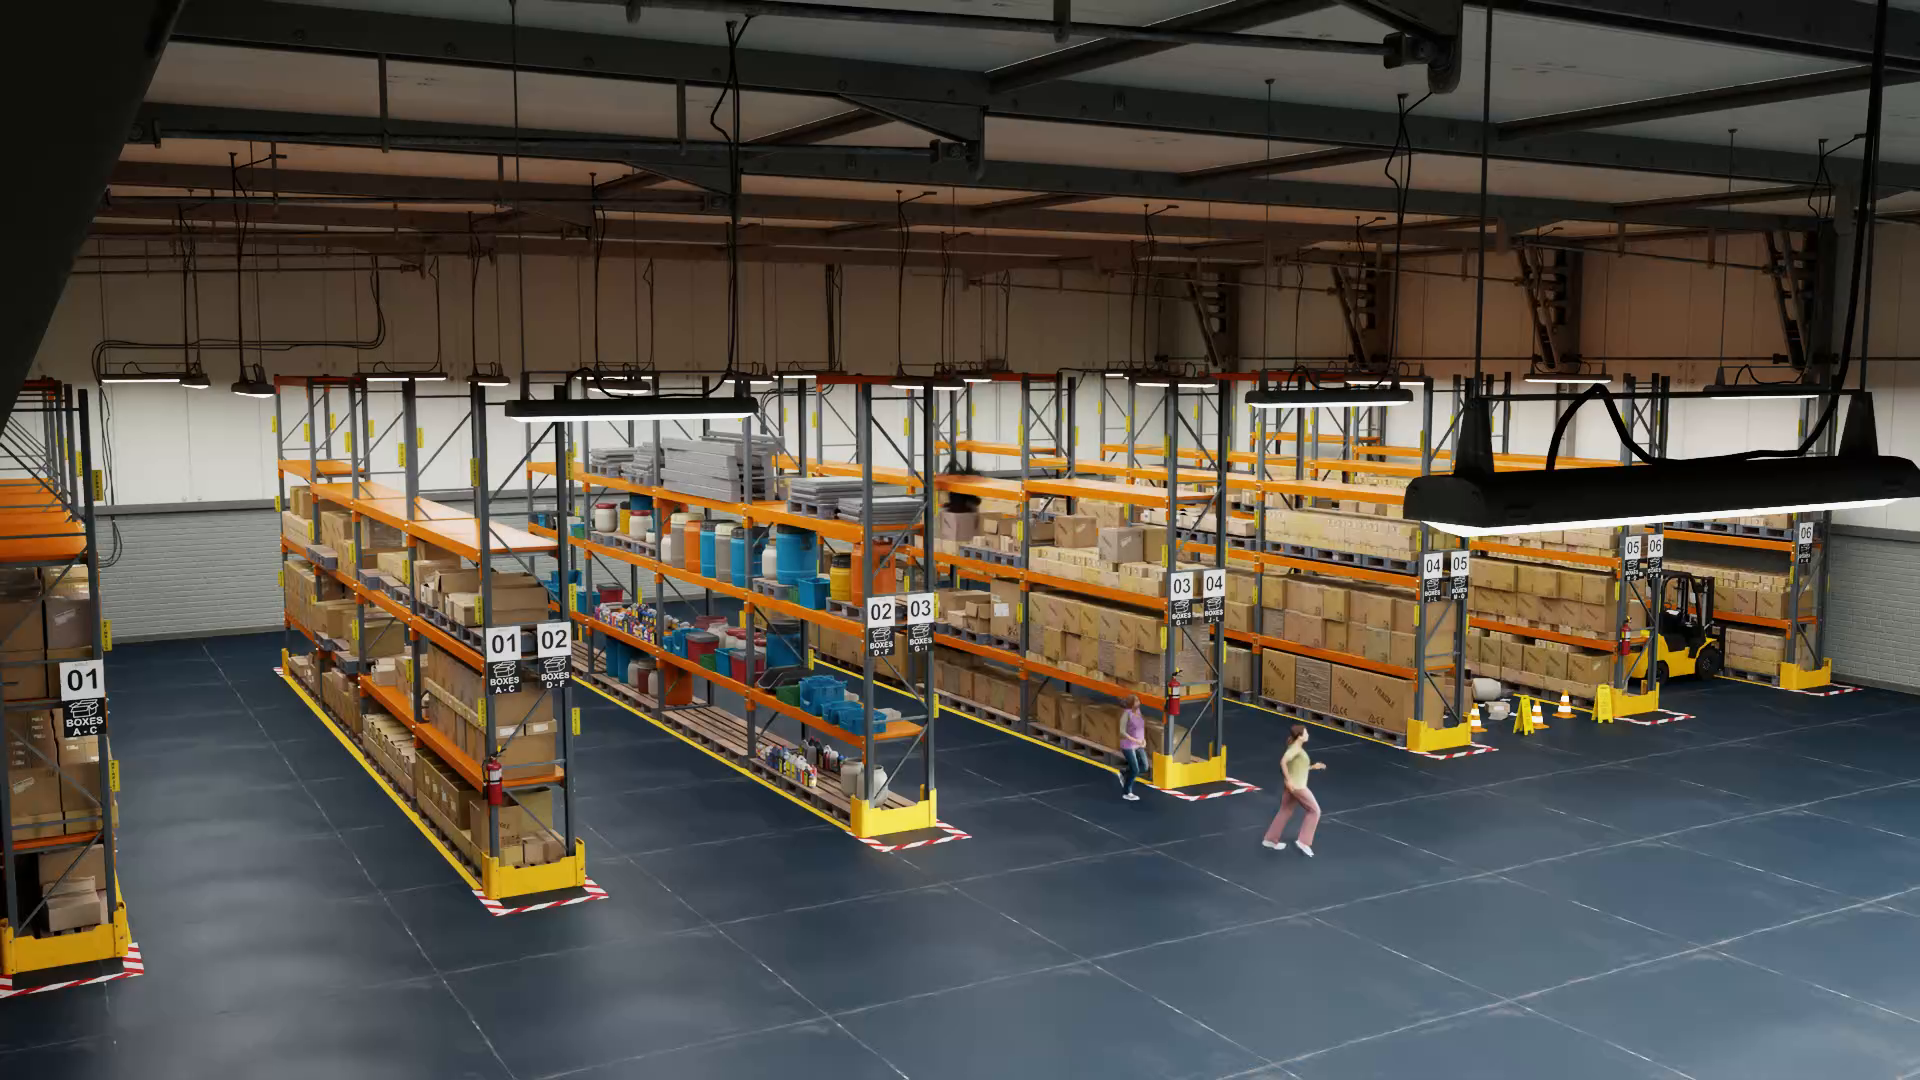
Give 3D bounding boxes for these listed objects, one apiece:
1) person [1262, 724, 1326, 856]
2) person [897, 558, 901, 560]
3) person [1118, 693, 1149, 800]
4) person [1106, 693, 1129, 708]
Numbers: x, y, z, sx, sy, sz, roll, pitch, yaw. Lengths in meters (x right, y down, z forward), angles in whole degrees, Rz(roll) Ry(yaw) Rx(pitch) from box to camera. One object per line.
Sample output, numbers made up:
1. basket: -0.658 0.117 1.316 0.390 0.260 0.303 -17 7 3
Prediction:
1. person: 4.266 3.189 21.189 0.801 1.714 0.541 0 6 -3
2. person: -1.549 1.204 39.761 0.543 1.539 0.603 -2 6 -14
3. person: 2.467 2.962 23.813 0.574 1.532 0.575 5 8 40
4. person: 2.875 2.132 30.328 0.678 1.763 0.808 -5 8 -40
